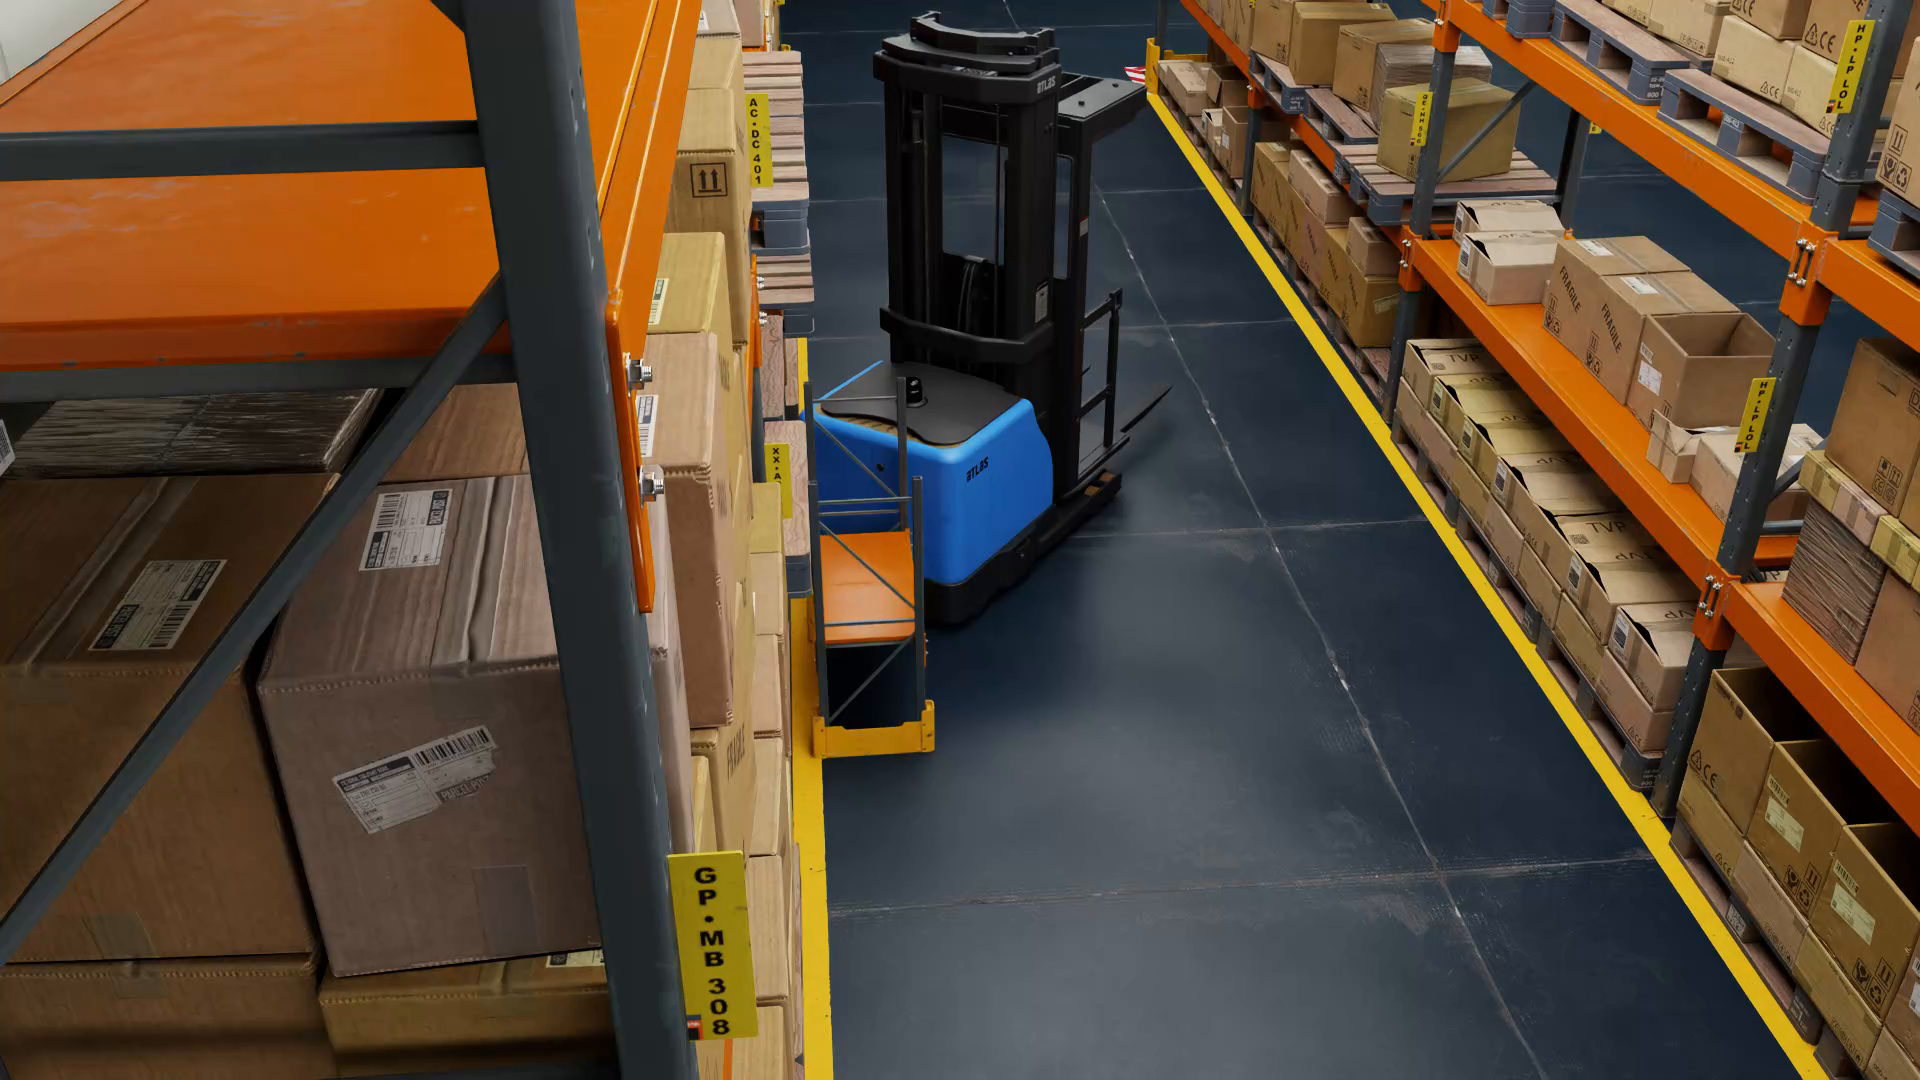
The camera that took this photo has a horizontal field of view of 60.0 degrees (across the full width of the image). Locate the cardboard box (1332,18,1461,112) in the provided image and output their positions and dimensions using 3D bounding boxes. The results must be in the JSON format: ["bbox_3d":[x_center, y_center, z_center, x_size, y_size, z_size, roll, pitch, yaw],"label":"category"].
[{"bbox_3d":[3.175,-3.470,12.127,0.700,0.500,0.500,-11,32,-17],"label":"cardboard box"}]

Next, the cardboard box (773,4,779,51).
[{"bbox_3d":[-2.017,-4.313,13.753,0.980,0.700,0.700,-2,31,-4],"label":"cardboard box"}]

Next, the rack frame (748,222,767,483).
[{"bbox_3d":[-1.235,0.178,6.527,1.000,3.000,0.127,-3,31,-5],"label":"rack frame"}]

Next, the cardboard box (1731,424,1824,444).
[{"bbox_3d":[3.817,-0.415,7.766,0.380,0.149,0.250,-3,31,-5],"label":"cardboard box"}]

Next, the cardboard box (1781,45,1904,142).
[{"bbox_3d":[3.648,-1.780,6.616,0.500,0.250,0.500,0,31,1],"label":"cardboard box"}]

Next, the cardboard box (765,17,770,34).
[{"bbox_3d":[-1.550,-3.399,11.378,0.500,0.250,0.500,-3,31,-6],"label":"cardboard box"}]

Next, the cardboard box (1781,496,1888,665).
[{"bbox_3d":[3.744,0.122,6.523,0.700,0.500,0.500,-4,31,-6],"label":"cardboard box"}]

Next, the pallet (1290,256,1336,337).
[{"bbox_3d":[3.180,-1.910,12.743,1.003,0.211,1.213,-3,31,-5],"label":"pallet"}]

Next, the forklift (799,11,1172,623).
[{"bbox_3d":[0.330,-1.533,9.458,1.130,2.935,3.031,18,35,27],"label":"forklift"}]

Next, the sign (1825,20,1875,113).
[{"bbox_3d":[3.157,-1.675,5.893,0.100,0.325,0.005,-3,31,-5],"label":"sign"}]

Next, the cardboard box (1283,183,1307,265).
[{"bbox_3d":[2.852,-2.475,12.978,0.500,0.500,0.500,-2,31,-4],"label":"cardboard box"}]

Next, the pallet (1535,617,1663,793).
[{"bbox_3d":[3.589,0.762,8.269,1.003,0.211,1.213,-3,31,-5],"label":"pallet"}]

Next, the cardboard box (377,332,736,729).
[{"bbox_3d":[-0.652,-0.015,2.833,0.500,0.500,0.500,-3,31,-5],"label":"cardboard box"}]

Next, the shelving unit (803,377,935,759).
[{"bbox_3d":[-0.466,0.119,8.089,0.587,1.500,1.083,-3,31,-5],"label":"shelving unit"}]

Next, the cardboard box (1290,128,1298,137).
[{"bbox_3d":[3.034,-3.784,15.494,0.380,0.166,0.250,-3,31,-5],"label":"cardboard box"}]

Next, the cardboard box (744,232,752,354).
[{"bbox_3d":[-0.942,-0.914,5.313,0.500,0.500,0.500,-2,31,-3],"label":"cardboard box"}]

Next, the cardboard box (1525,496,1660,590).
[{"bbox_3d":[3.274,-0.015,8.575,0.500,0.311,0.500,-3,31,-5],"label":"cardboard box"}]

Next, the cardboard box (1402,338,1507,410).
[{"bbox_3d":[3.079,-1.062,10.329,0.500,0.311,0.500,-2,31,-3],"label":"cardboard box"}]

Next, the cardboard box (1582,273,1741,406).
[{"bbox_3d":[3.545,-1.021,8.438,0.500,0.500,0.500,-3,31,-5],"label":"cardboard box"}]

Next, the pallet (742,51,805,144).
[{"bbox_3d":[-1.287,-1.879,7.228,1.213,0.211,1.003,-3,31,-5],"label":"pallet"}]

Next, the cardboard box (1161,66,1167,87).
[{"bbox_3d":[2.295,-4.802,17.199,0.380,0.166,0.250,-3,31,-5],"label":"cardboard box"}]

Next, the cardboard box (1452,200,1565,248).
[{"bbox_3d":[3.313,-1.877,10.055,0.500,0.311,0.500,-1,31,-1],"label":"cardboard box"}]

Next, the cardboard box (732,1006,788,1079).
[{"bbox_3d":[-0.643,1.443,3.804,0.500,0.500,0.500,-3,31,-4],"label":"cardboard box"}]

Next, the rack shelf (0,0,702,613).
[{"bbox_3d":[-1.049,-1.066,3.464,1.077,0.370,4.000,-3,31,-5],"label":"rack shelf"}]

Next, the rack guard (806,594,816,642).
[{"bbox_3d":[-0.516,0.401,8.835,0.587,0.250,0.087,-3,31,-5],"label":"rack guard"}]

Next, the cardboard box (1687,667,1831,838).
[{"bbox_3d":[3.428,0.869,6.911,0.500,0.500,0.500,-3,31,-5],"label":"cardboard box"}]

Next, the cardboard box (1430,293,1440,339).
[{"bbox_3d":[3.510,-1.732,11.734,0.500,0.500,0.500,-4,31,-6],"label":"cardboard box"}]

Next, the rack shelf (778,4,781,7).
[{"bbox_3d":[-2.170,-4.618,15.259,1.077,0.370,4.000,-3,31,-5],"label":"rack shelf"}]

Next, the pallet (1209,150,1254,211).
[{"bbox_3d":[2.886,-3.299,15.068,1.003,0.211,1.213,-3,31,-5],"label":"pallet"}]

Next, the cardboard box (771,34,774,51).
[{"bbox_3d":[-1.593,-3.345,12.018,0.500,0.500,0.500,-3,31,-4],"label":"cardboard box"}]

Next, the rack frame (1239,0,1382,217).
[{"bbox_3d":[2.949,-4.145,13.765,1.000,3.000,0.127,-3,31,-5],"label":"rack frame"}]

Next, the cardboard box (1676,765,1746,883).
[{"bbox_3d":[3.438,1.190,7.104,0.500,0.250,0.500,-3,31,-5],"label":"cardboard box"}]

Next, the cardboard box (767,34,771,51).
[{"bbox_3d":[-1.496,-3.139,10.942,0.500,0.250,0.500,-3,31,-4],"label":"cardboard box"}]

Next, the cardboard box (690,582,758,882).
[{"bbox_3d":[-0.659,0.423,3.076,0.500,0.500,0.500,-1,31,-1],"label":"cardboard box"}]

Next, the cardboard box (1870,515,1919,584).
[{"bbox_3d":[3.578,0.024,6.055,0.380,0.149,0.250,-4,31,-6],"label":"cardboard box"}]

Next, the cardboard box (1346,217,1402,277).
[{"bbox_3d":[2.992,-2.036,11.511,0.500,0.250,0.500,-2,31,-3],"label":"cardboard box"}]

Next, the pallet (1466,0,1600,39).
[{"bbox_3d":[3.475,-2.968,9.053,1.213,0.211,1.003,-1,31,-2],"label":"pallet"}]

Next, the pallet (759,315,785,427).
[{"bbox_3d":[-1.383,-0.773,8.306,1.003,0.211,1.213,-3,31,-5],"label":"pallet"}]

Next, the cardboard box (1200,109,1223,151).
[{"bbox_3d":[2.543,-3.840,15.447,0.500,0.311,0.500,-3,31,-5],"label":"cardboard box"}]

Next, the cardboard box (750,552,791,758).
[{"bbox_3d":[-0.831,0.393,5.562,0.500,0.500,0.500,-3,31,-5],"label":"cardboard box"}]

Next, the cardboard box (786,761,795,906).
[{"bbox_3d":[-0.789,0.972,5.324,0.500,0.250,0.500,-3,31,-5],"label":"cardboard box"}]

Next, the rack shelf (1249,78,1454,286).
[{"bbox_3d":[3.136,-2.815,12.240,1.077,0.370,4.000,-3,31,-5],"label":"rack shelf"}]

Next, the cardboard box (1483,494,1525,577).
[{"bbox_3d":[3.229,-0.038,9.161,0.500,0.250,0.500,-2,31,-4],"label":"cardboard box"}]

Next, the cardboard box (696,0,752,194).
[{"bbox_3d":[-0.919,-1.347,5.064,0.500,0.500,0.500,-5,31,-9],"label":"cardboard box"}]

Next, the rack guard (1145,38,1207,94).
[{"bbox_3d":[2.582,-5.076,17.761,1.175,0.500,0.348,-3,31,-5],"label":"rack guard"}]

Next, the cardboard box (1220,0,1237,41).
[{"bbox_3d":[2.597,-4.694,14.587,0.500,0.500,0.500,-2,31,-3],"label":"cardboard box"}]

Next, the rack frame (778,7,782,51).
[{"bbox_3d":[-2.357,-5.948,16.784,1.000,3.000,0.127,-3,31,-5],"label":"rack frame"}]

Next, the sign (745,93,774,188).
[{"bbox_3d":[-0.696,-1.361,5.675,0.100,0.325,0.005,-3,31,-5],"label":"sign"}]

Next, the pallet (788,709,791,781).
[{"bbox_3d":[-1.310,0.978,7.907,1.003,0.211,1.213,-3,31,-5],"label":"pallet"}]

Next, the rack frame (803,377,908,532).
[{"bbox_3d":[-0.516,-0.136,8.515,0.500,1.500,0.032,-3,31,-5],"label":"rack frame"}]
